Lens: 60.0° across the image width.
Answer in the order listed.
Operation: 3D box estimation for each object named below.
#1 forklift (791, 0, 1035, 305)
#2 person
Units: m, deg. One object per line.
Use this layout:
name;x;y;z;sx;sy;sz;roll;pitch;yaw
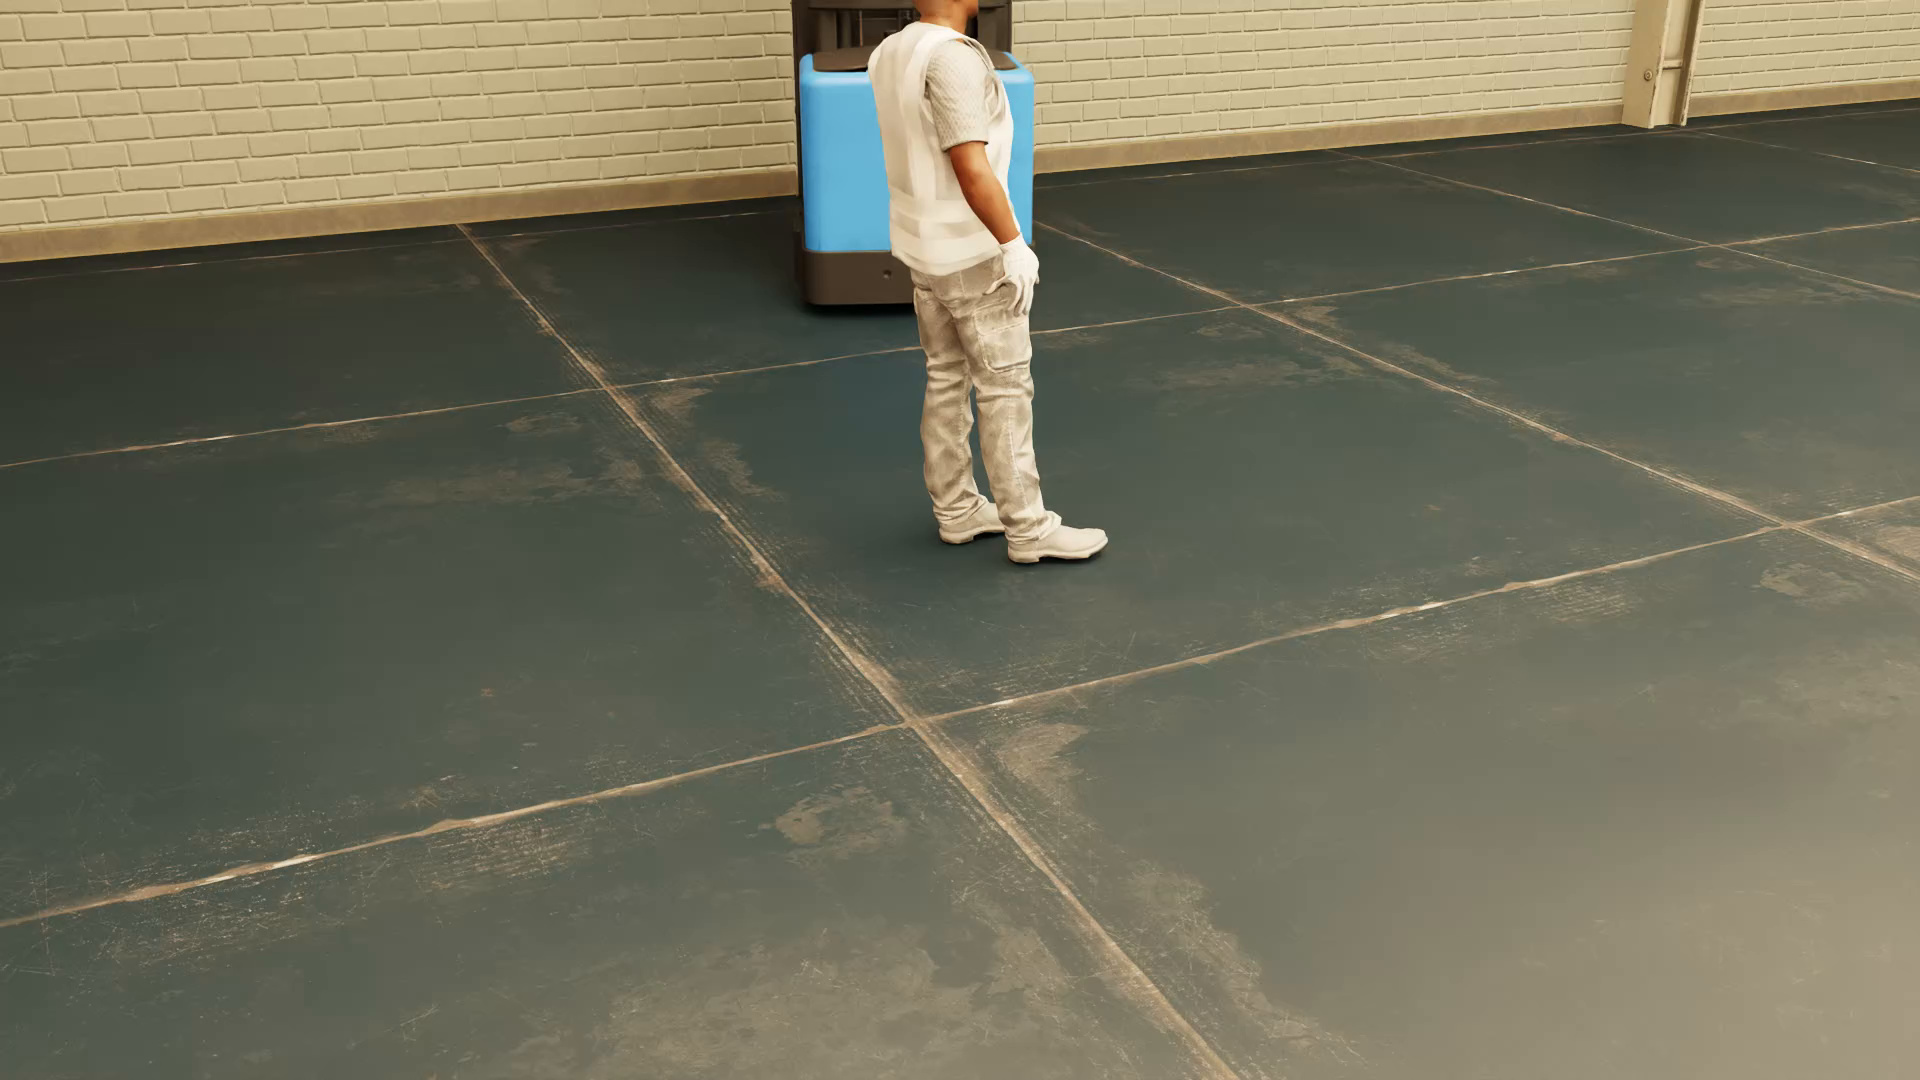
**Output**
forklift;-0.309;-2.932;8.343;1.130;2.935;3.031;-2;23;-5
person;0.069;-0.839;4.784;0.575;1.784;0.656;-10;25;-23
